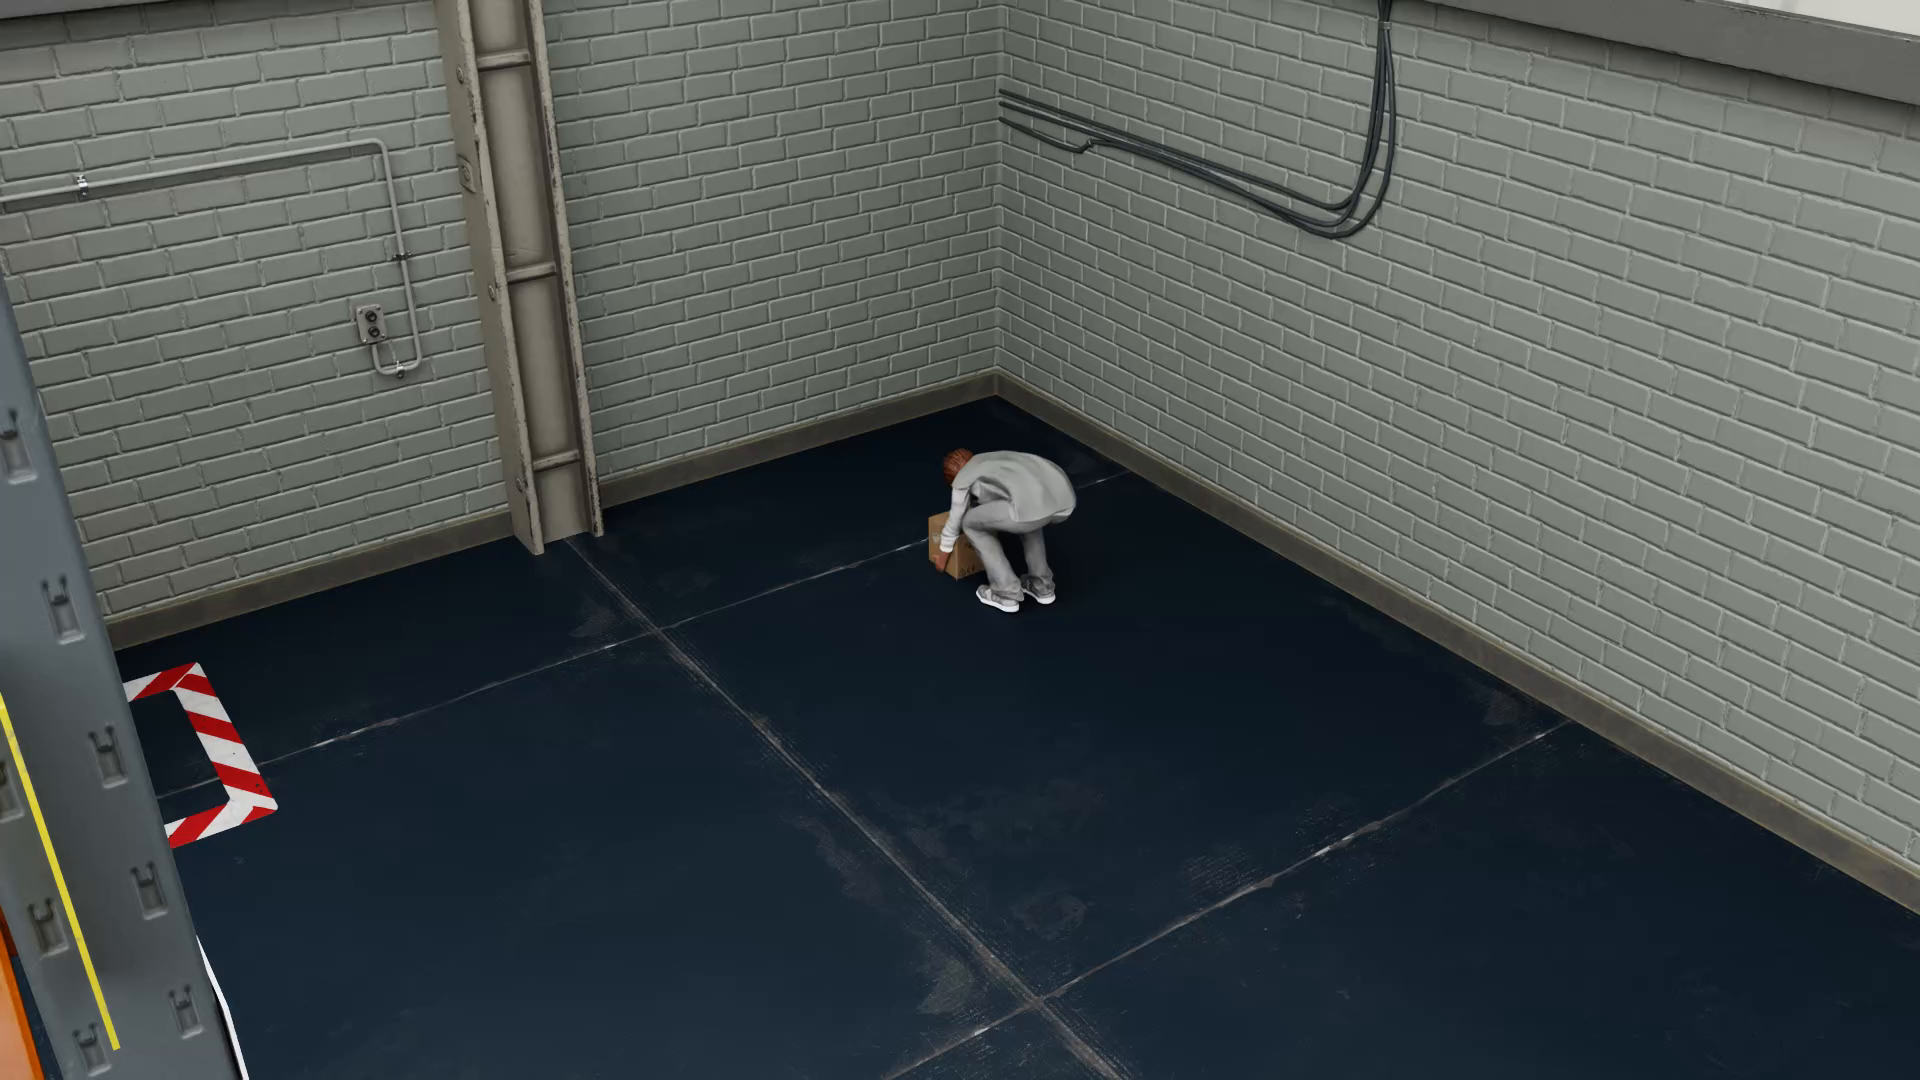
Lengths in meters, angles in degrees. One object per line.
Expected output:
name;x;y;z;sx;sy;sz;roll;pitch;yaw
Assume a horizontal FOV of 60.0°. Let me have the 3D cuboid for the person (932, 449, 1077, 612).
person;0.203;-0.090;8.141;0.425;0.808;0.864;-21;35;-32
